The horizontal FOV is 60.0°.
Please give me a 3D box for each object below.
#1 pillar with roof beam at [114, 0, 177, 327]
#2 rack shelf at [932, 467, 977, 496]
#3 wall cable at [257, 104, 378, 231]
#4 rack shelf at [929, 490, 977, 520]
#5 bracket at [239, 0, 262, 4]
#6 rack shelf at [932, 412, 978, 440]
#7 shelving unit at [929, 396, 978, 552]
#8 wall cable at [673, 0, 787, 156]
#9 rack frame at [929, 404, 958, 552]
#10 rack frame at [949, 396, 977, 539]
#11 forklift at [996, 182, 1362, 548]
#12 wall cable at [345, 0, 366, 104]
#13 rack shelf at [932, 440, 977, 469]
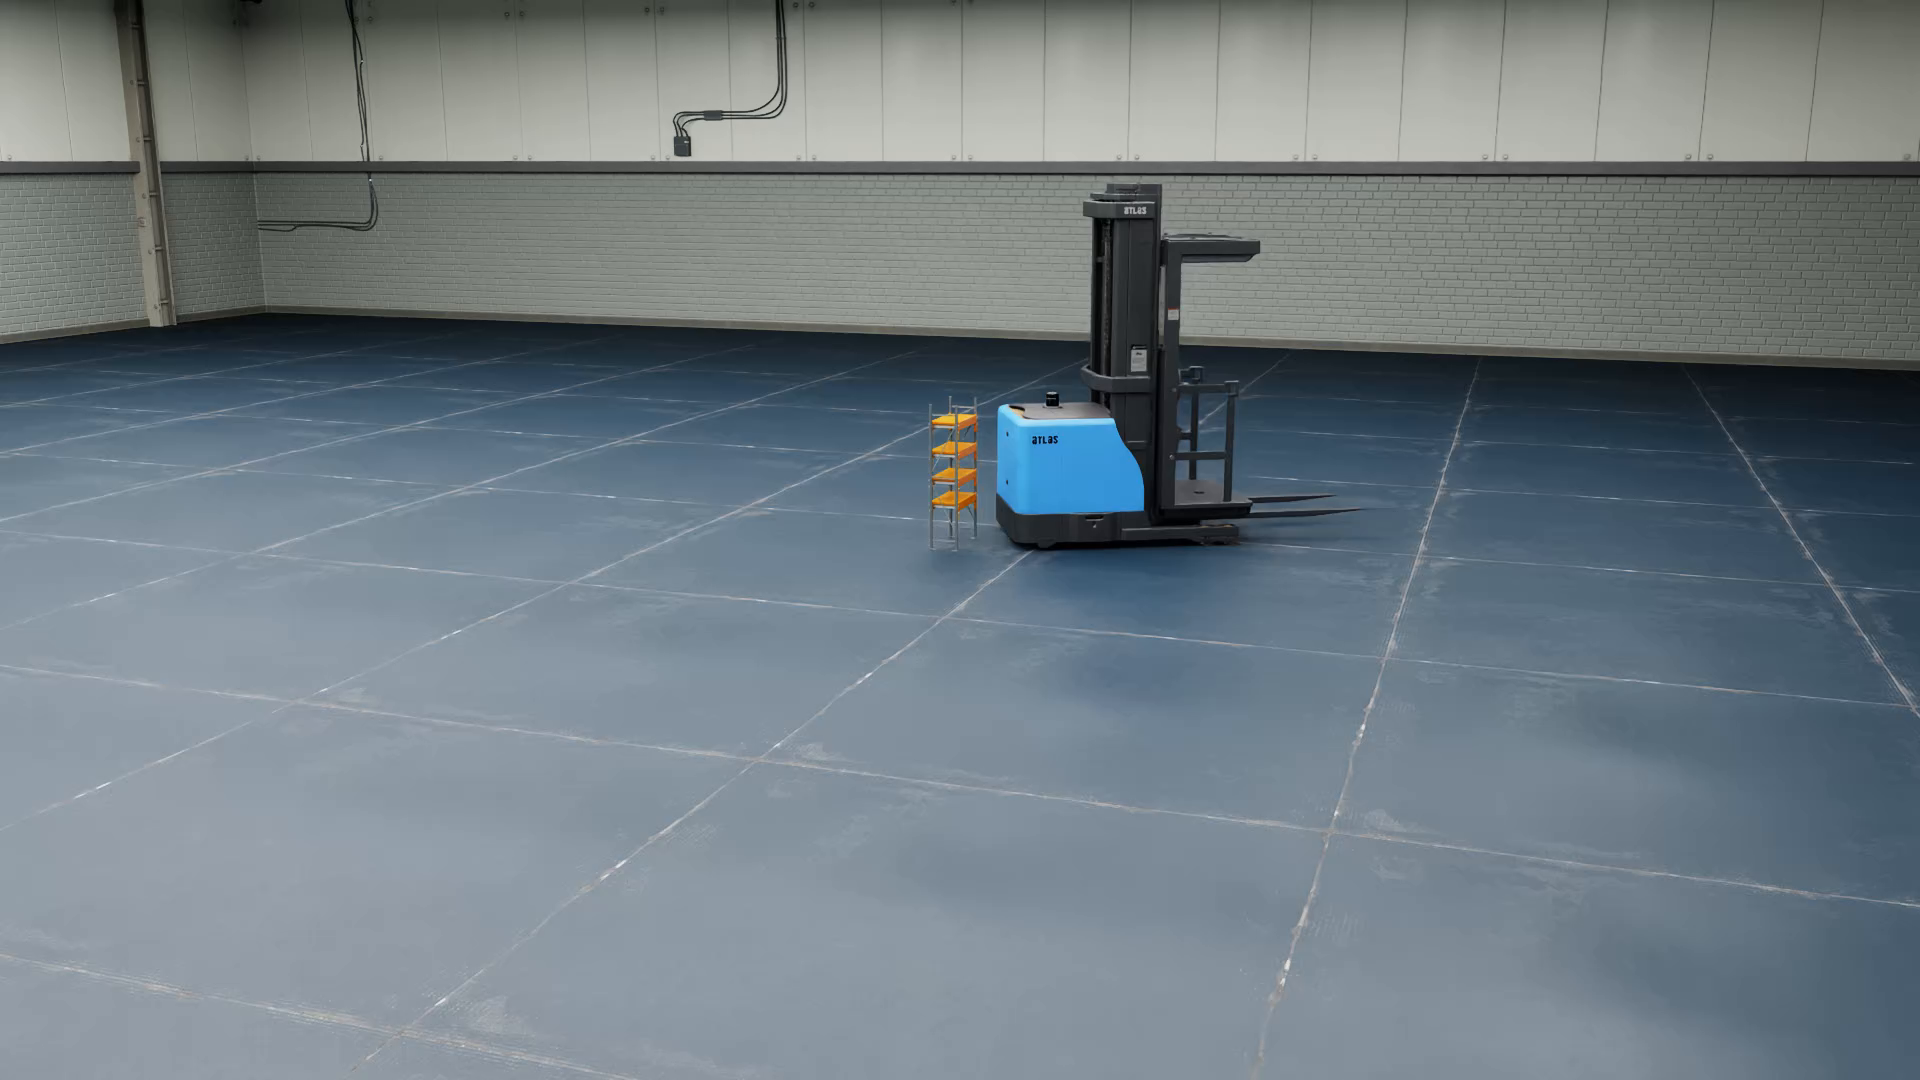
[{"bbox_3d":[-11.351,-8.229,29.817,9.100,9.000,0.548,4,14,18],"label":"pillar with roof beam"},{"bbox_3d":[-0.054,-0.485,13.717,0.258,0.148,0.480,4,14,18],"label":"rack shelf"},{"bbox_3d":[-13.220,-7.550,33.821,3.097,2.526,0.112,4,14,18],"label":"wall cable"},{"bbox_3d":[-0.054,-0.291,13.761,0.258,0.148,0.480,4,14,18],"label":"rack shelf"},{"bbox_3d":[-14.187,-10.854,33.232,0.235,0.232,0.430,4,14,18],"label":"bracket"},{"bbox_3d":[-0.054,-0.933,13.614,0.258,0.148,0.480,4,14,18],"label":"rack shelf"},{"bbox_3d":[-0.054,-0.550,13.702,0.258,1.200,0.503,4,14,18],"label":"shelving unit"},{"bbox_3d":[-4.242,-10.035,30.088,2.305,6.003,0.169,4,14,18],"label":"wall cable"},{"bbox_3d":[-0.133,-0.499,13.477,0.240,1.200,0.015,4,14,18],"label":"rack frame"},{"bbox_3d":[0.025,-0.601,13.927,0.240,1.200,0.015,4,14,18],"label":"rack frame"},{"bbox_3d":[1.874,-1.495,13.952,3.031,2.935,1.130,-2,13,-9],"label":"forklift"},{"bbox_3d":[-10.660,-9.817,32.406,3.097,2.526,0.112,4,14,18],"label":"wall cable"},{"bbox_3d":[-0.054,-0.703,13.667,0.258,0.148,0.480,4,14,18],"label":"rack shelf"}]
